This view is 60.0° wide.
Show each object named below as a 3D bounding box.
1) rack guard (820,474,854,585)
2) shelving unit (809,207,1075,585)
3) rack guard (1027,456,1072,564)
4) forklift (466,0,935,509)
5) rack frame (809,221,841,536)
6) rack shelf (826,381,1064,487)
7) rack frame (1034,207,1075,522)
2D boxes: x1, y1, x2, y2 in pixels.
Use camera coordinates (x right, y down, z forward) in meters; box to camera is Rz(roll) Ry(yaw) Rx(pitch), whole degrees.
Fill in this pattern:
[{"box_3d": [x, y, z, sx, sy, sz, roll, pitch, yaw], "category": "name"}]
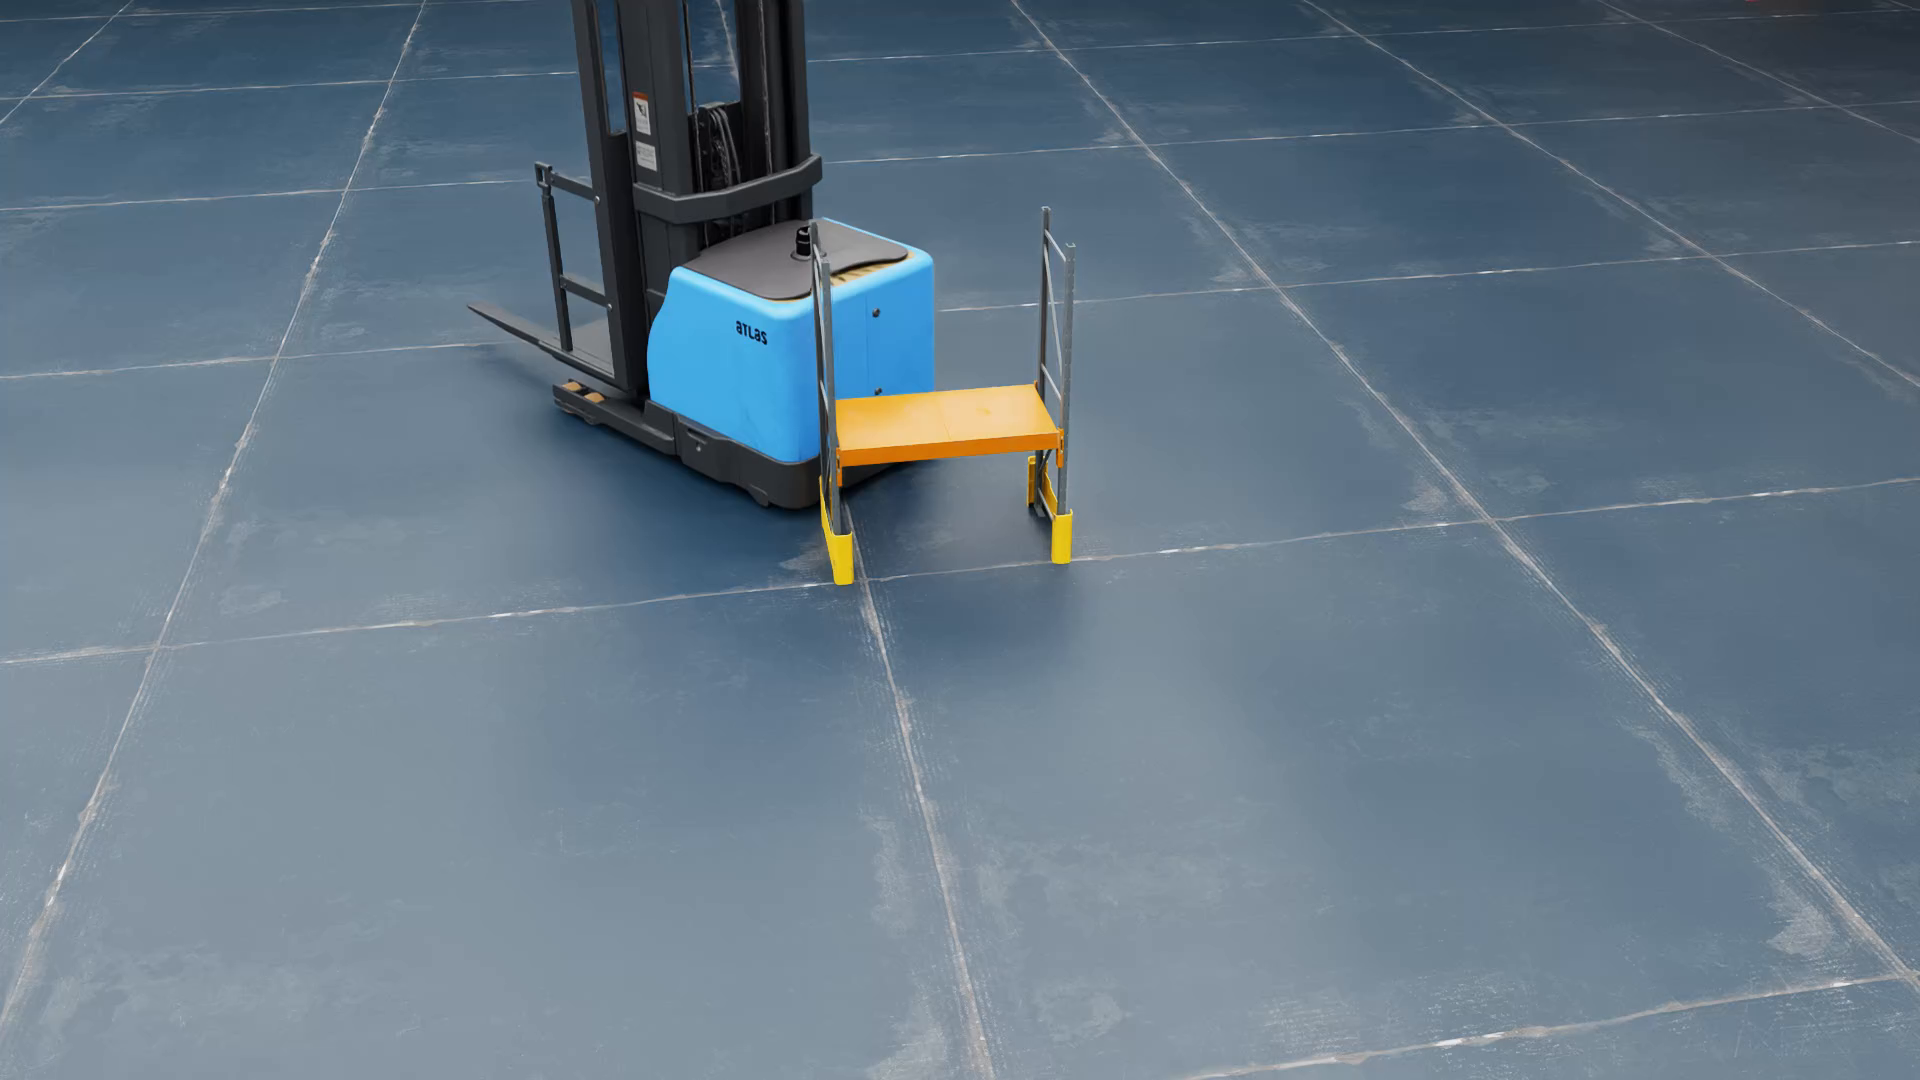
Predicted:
[{"box_3d": [-0.565, -0.055, 7.597, 0.087, 0.250, 0.587, -5, 31, -9], "category": "rack guard"}, {"box_3d": [-0.075, -0.640, 7.358, 1.083, 1.500, 0.587, -5, 31, -9], "category": "shelving unit"}, {"box_3d": [0.415, -0.146, 7.752, 0.087, 0.250, 0.587, -5, 31, -9], "category": "rack guard"}, {"box_3d": [-1.532, -2.044, 8.335, 3.031, 2.935, 1.130, 25, 39, 36], "category": "forklift"}, {"box_3d": [-0.584, -0.592, 7.278, 0.032, 1.500, 0.500, -5, 31, -9], "category": "rack frame"}, {"box_3d": [-0.084, -0.484, 7.448, 1.000, 0.185, 0.538, -5, 31, -9], "category": "rack shelf"}, {"box_3d": [0.416, -0.685, 7.436, 0.032, 1.500, 0.500, -5, 31, -9], "category": "rack frame"}]
